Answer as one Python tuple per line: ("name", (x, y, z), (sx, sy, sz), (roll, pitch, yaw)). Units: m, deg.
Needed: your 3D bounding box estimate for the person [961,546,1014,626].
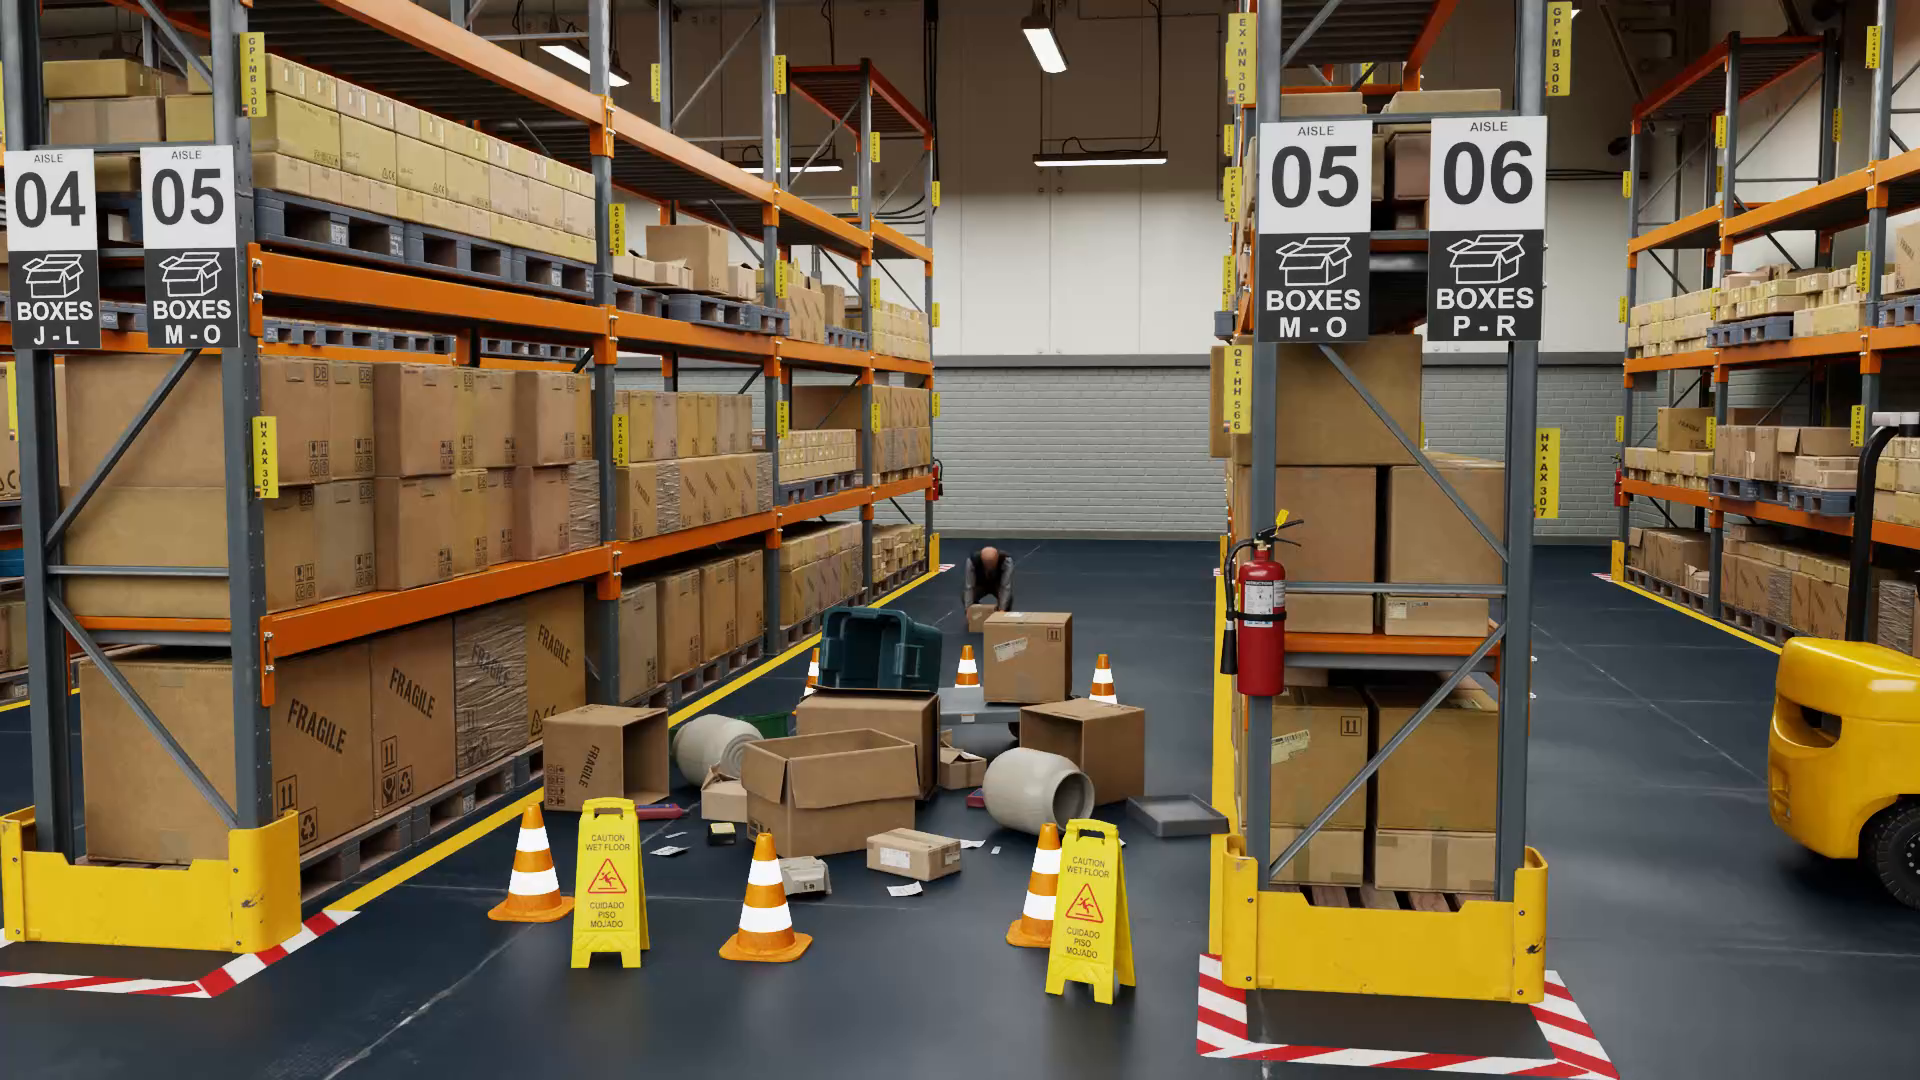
("person", (0.289, 0.456, 16.668), (0.530, 0.840, 0.875), (1, 4, 9))
